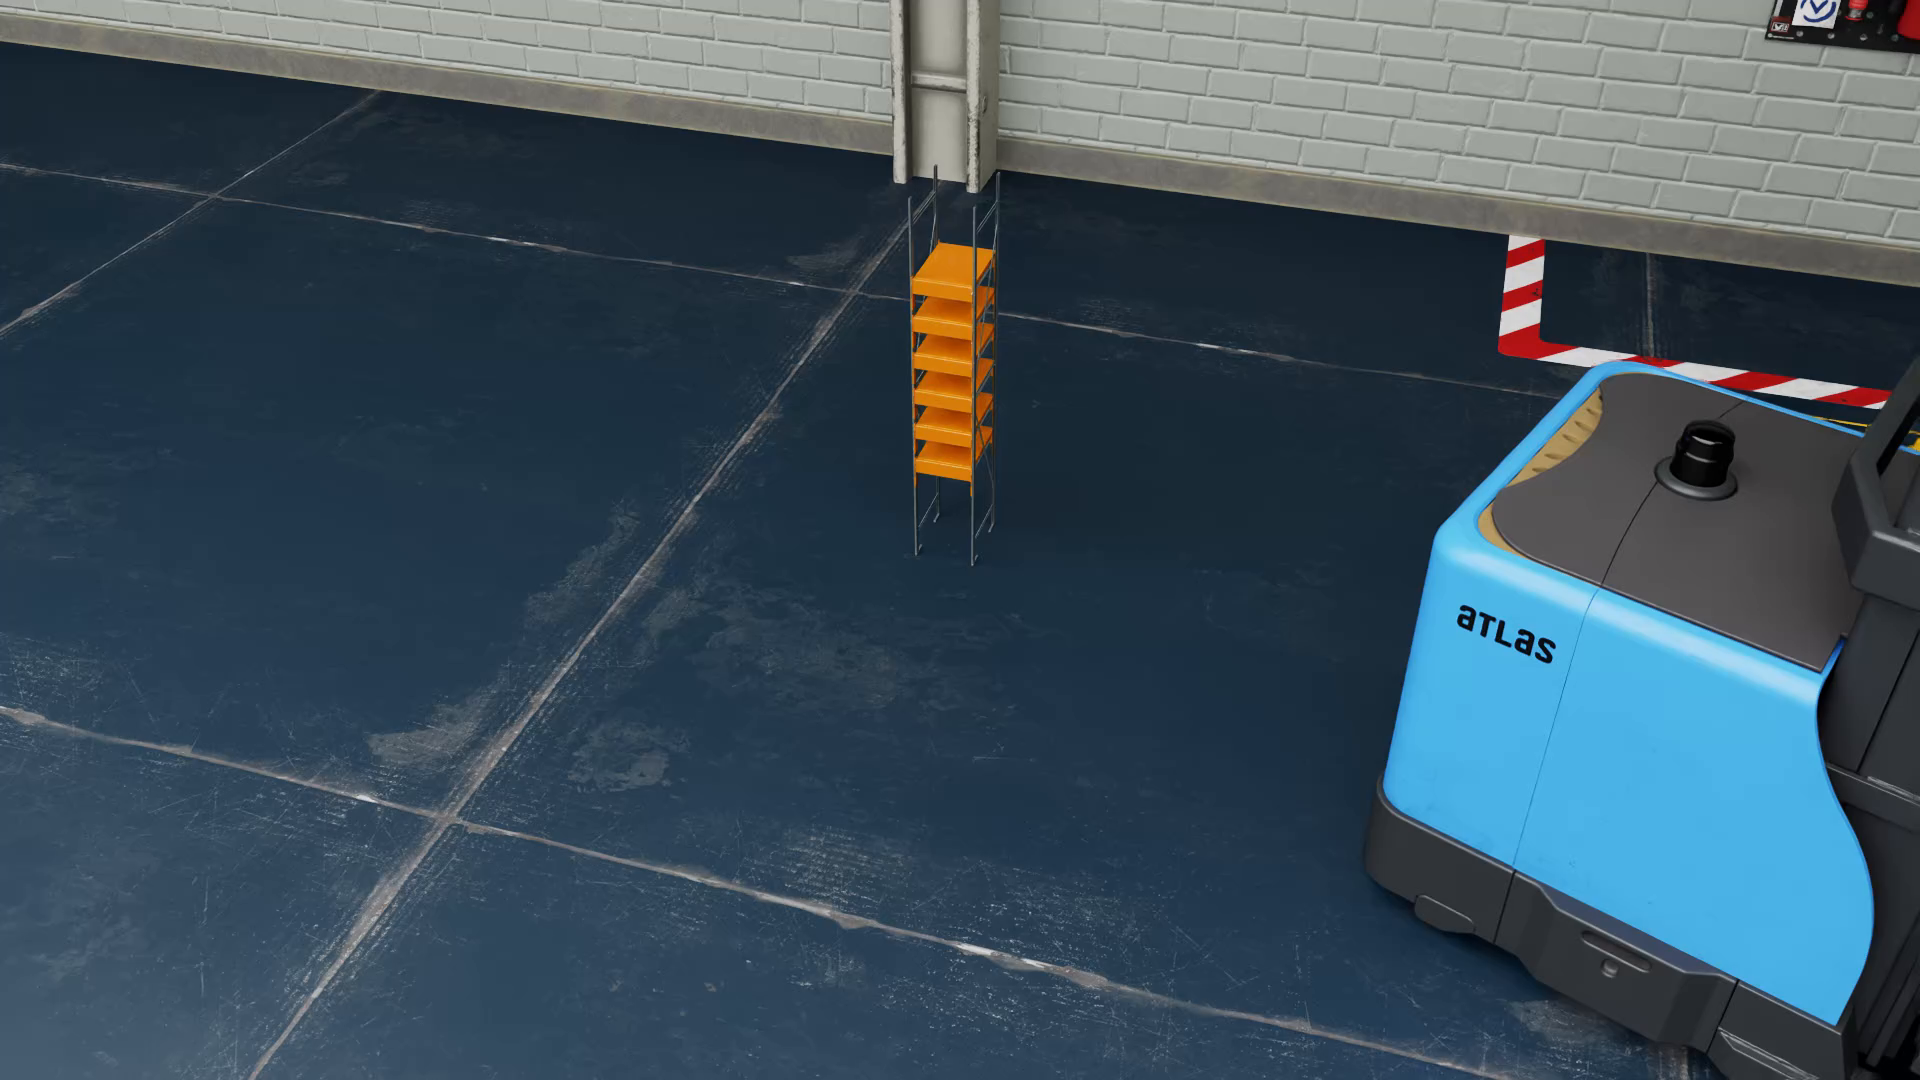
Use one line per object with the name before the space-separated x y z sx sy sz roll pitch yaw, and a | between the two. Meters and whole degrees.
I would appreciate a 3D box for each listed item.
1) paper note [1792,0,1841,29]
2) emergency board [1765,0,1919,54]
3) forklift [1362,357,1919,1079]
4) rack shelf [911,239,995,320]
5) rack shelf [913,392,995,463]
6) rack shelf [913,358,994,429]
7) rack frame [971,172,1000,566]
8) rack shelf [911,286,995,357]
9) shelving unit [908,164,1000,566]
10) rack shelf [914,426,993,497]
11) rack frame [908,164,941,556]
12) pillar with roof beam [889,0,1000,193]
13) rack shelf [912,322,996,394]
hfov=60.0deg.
paper note | 3.169 -1.971 6.141 0.142 0.148 0.016 10 38 14
emergency board | 3.318 -2.255 5.784 0.643 1.169 0.194 10 38 14
forklift | 2.453 -0.011 2.793 3.031 2.935 1.130 25 43 30
rack shelf | -0.014 -0.740 4.711 0.180 0.103 0.258 10 38 14
rack shelf | -0.014 -0.353 4.995 0.180 0.103 0.258 10 38 14
rack shelf | -0.014 -0.450 4.924 0.180 0.103 0.258 10 38 14
rack frame | 0.074 -0.470 4.876 0.006 1.200 0.240 10 38 14
rack shelf | -0.014 -0.643 4.782 0.180 0.103 0.258 10 38 14
shelving unit | -0.014 -0.486 4.898 0.189 1.200 0.258 10 38 14
rack shelf | -0.014 -0.257 5.066 0.180 0.103 0.258 10 38 14
rack frame | -0.101 -0.502 4.920 0.006 1.200 0.240 10 38 14
pillar with roof beam | -1.346 -2.838 1.514 0.400 9.000 9.100 10 38 14
rack shelf | -0.014 -0.547 4.853 0.180 0.103 0.258 10 38 14
